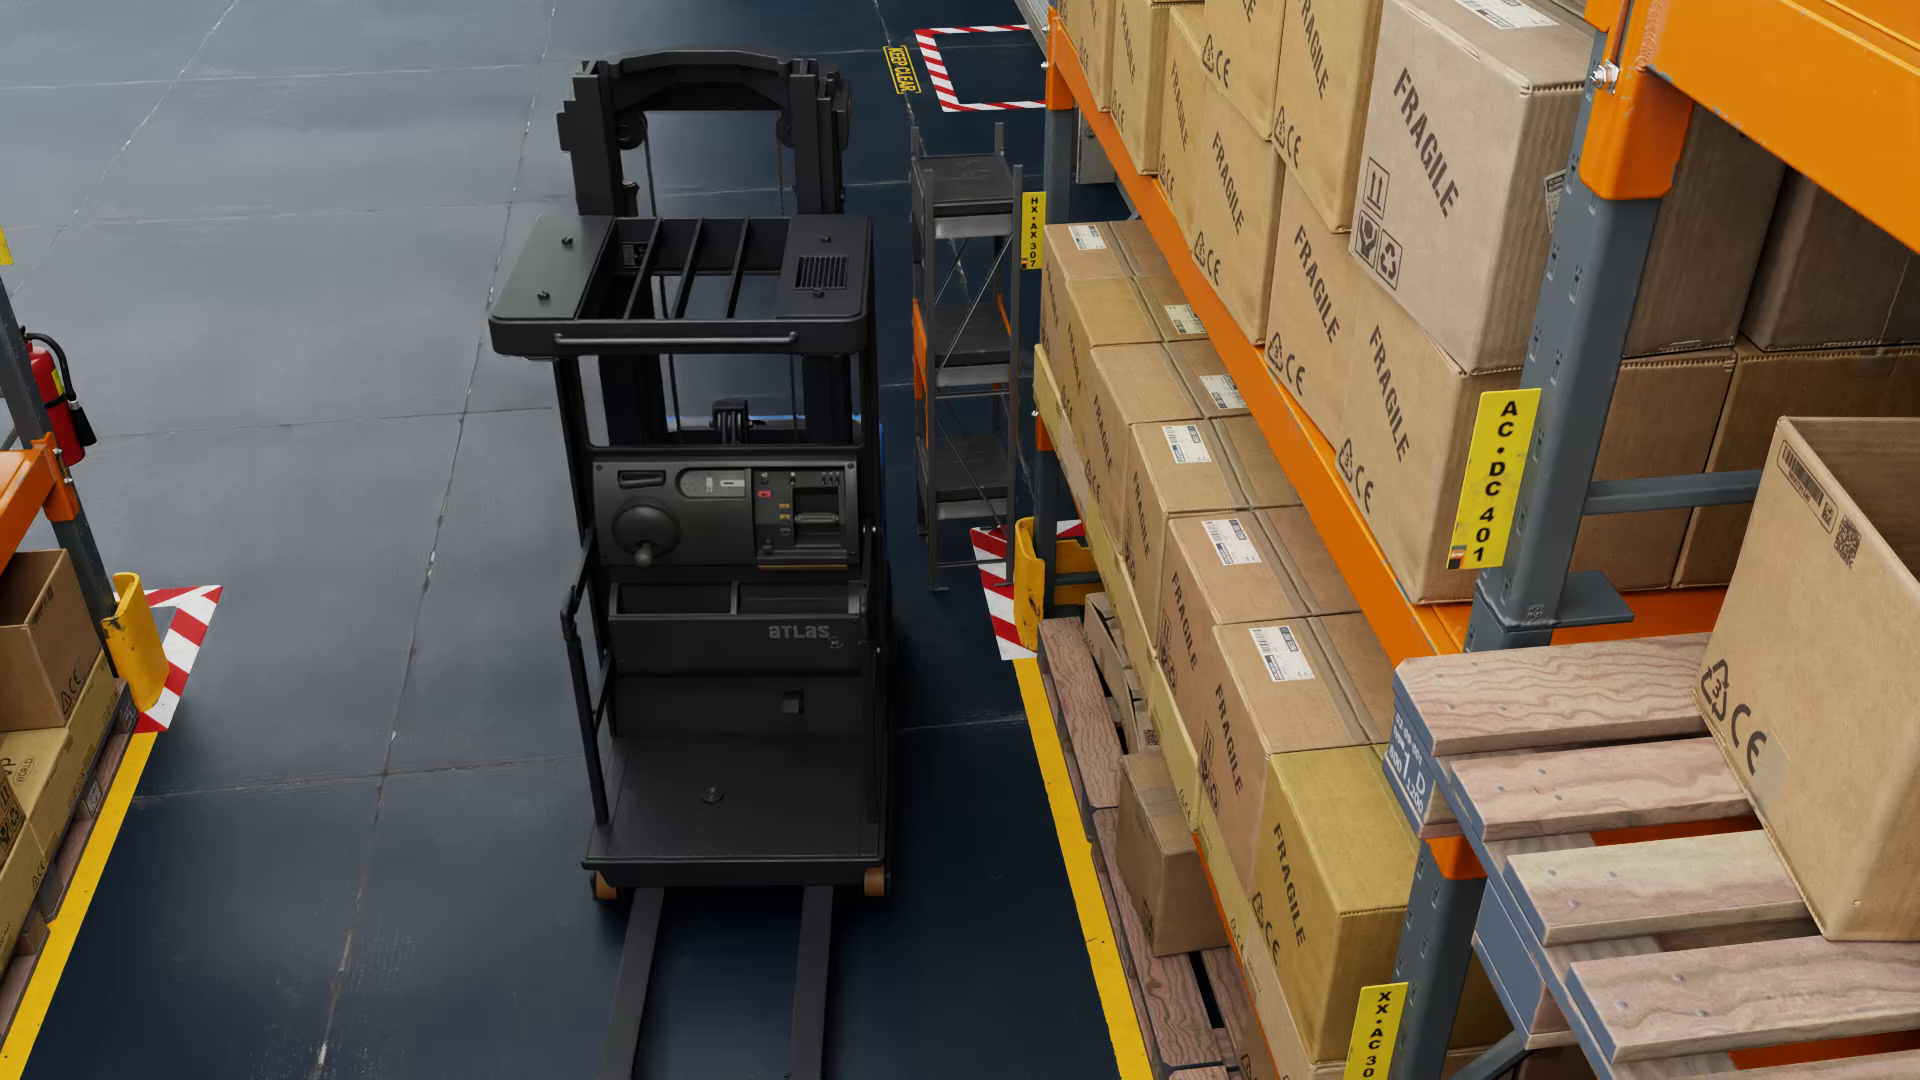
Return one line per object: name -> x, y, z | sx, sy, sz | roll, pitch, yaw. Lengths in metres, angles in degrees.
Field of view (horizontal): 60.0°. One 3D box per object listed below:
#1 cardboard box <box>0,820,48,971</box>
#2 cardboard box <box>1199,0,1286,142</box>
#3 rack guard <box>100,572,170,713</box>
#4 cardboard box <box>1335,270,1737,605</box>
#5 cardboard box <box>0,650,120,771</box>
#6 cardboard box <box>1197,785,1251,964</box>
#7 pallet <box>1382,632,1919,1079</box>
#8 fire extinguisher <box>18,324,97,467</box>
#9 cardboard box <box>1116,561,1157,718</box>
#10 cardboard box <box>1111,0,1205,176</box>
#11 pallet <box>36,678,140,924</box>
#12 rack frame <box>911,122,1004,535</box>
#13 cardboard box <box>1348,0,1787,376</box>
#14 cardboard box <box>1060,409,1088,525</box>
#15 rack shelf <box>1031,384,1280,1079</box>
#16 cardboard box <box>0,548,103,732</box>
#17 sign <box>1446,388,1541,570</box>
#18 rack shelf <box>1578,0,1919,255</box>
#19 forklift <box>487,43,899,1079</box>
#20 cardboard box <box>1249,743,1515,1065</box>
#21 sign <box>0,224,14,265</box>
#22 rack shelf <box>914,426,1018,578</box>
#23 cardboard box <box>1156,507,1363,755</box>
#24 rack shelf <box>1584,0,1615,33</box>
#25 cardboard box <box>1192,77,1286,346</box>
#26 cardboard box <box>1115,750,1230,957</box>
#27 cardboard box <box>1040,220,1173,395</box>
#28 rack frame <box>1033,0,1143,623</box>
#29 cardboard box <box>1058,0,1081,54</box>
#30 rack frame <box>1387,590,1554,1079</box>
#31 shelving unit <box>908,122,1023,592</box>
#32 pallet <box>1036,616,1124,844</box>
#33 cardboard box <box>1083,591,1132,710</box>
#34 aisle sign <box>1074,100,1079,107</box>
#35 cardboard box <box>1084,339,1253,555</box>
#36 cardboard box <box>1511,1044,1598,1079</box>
cardboard box -> -3.562, 1.259, 5.807 | 0.500, 0.250, 0.500 | -4, 35, -6
cardboard box -> 0.870, -1.240, 3.747 | 0.500, 0.500, 0.500 | -6, 35, -8
rack guard -> -4.078, 0.482, 7.099 | 1.175, 0.500, 0.348 | -4, 35, -6
cardboard box -> 1.058, -0.236, 3.163 | 0.500, 0.500, 0.500 | -3, 34, -5
cardboard box -> -3.710, 0.702, 6.625 | 0.500, 0.250, 0.500 | -4, 35, -6
cardboard box -> 0.948, 0.851, 4.453 | 0.500, 0.250, 0.500 | -4, 35, -6
pallet -> 1.348, 0.508, 2.344 | 1.213, 0.211, 1.003 | -4, 35, -6
fire extinguisher -> -3.631, -0.607, 6.545 | 0.296, 0.674, 0.183 | -4, 35, -6
cardboard box -> 0.796, 0.291, 5.275 | 0.500, 0.250, 0.500 | -4, 34, -6
cardboard box -> 0.741, -1.406, 4.880 | 0.500, 0.500, 0.500 | -3, 34, -4
pallet -> -3.931, 1.038, 6.539 | 1.003, 0.211, 1.213 | -4, 35, -6
rack frame -> -0.011, -0.912, 7.723 | 0.400, 2.100, 0.015 | -4, 35, -6
cardboard box -> 1.035, -0.644, 2.873 | 0.500, 0.500, 0.500 | -7, 35, -10
cardboard box -> 0.668, -0.276, 6.107 | 0.500, 0.250, 0.500 | -5, 35, -8
rack shelf -> 1.102, 0.499, 5.493 | 1.077, 0.370, 4.000 | -4, 35, -6
cardboard box -> -3.708, 0.392, 6.414 | 0.500, 0.500, 0.500 | -4, 35, -6
sign -> 0.834, -0.090, 2.596 | 0.100, 0.325, 0.005 | -4, 35, -6
rack shelf -> 1.640, 0.417, 0.641 | 1.077, 0.370, 4.000 | -4, 35, -6
forklift -> -0.820, -0.037, 5.701 | 1.130, 2.935, 3.031 | 0, 34, -1
cardboard box -> 1.001, 0.821, 3.831 | 0.500, 0.500, 0.500 | -4, 35, -6
sign -> -3.536, -1.147, 6.031 | 0.100, 0.325, 0.005 | -4, 35, -6
rack shelf -> 0.022, -0.186, 7.925 | 0.431, 0.518, 0.480 | -4, 35, -6
cardboard box -> 0.871, 0.261, 4.653 | 0.500, 0.500, 0.500 | -5, 35, -8
rack shelf -> 1.102, -1.979, 3.805 | 1.077, 0.370, 4.000 | -4, 35, -6
cardboard box -> 0.891, -0.824, 4.026 | 0.500, 0.500, 0.500 | -6, 35, -8
cardboard box -> 0.963, 1.061, 5.859 | 0.700, 0.500, 0.500 | -6, 35, -9
cardboard box -> 0.599, -0.882, 6.330 | 0.500, 0.500, 0.500 | -4, 35, -6
rack frame -> 0.833, -0.915, 6.929 | 1.000, 3.000, 0.127 | -4, 35, -6
cardboard box -> 0.630, -1.998, 5.748 | 0.500, 0.500, 0.500 | -4, 34, -5
rack frame -> 1.371, 1.317, 3.653 | 1.000, 3.000, 0.127 | -4, 35, -6
shelving unit -> 0.022, -0.775, 7.523 | 0.431, 2.100, 0.503 | -4, 35, -6
pallet -> 0.917, 0.736, 6.982 | 1.003, 0.211, 1.213 | -4, 35, -6
cardboard box -> 0.837, 0.408, 6.985 | 0.500, 0.311, 0.500 | -8, 35, -12
aisle sign -> 0.526, -2.006, 6.222 | 0.394, 0.787, 0.004 | -4, 35, -6
cardboard box -> 0.719, -0.316, 5.500 | 0.500, 0.500, 0.500 | -5, 35, -8
cardboard box -> 1.520, 1.093, 4.098 | 0.500, 0.250, 0.500 | -4, 34, -6
